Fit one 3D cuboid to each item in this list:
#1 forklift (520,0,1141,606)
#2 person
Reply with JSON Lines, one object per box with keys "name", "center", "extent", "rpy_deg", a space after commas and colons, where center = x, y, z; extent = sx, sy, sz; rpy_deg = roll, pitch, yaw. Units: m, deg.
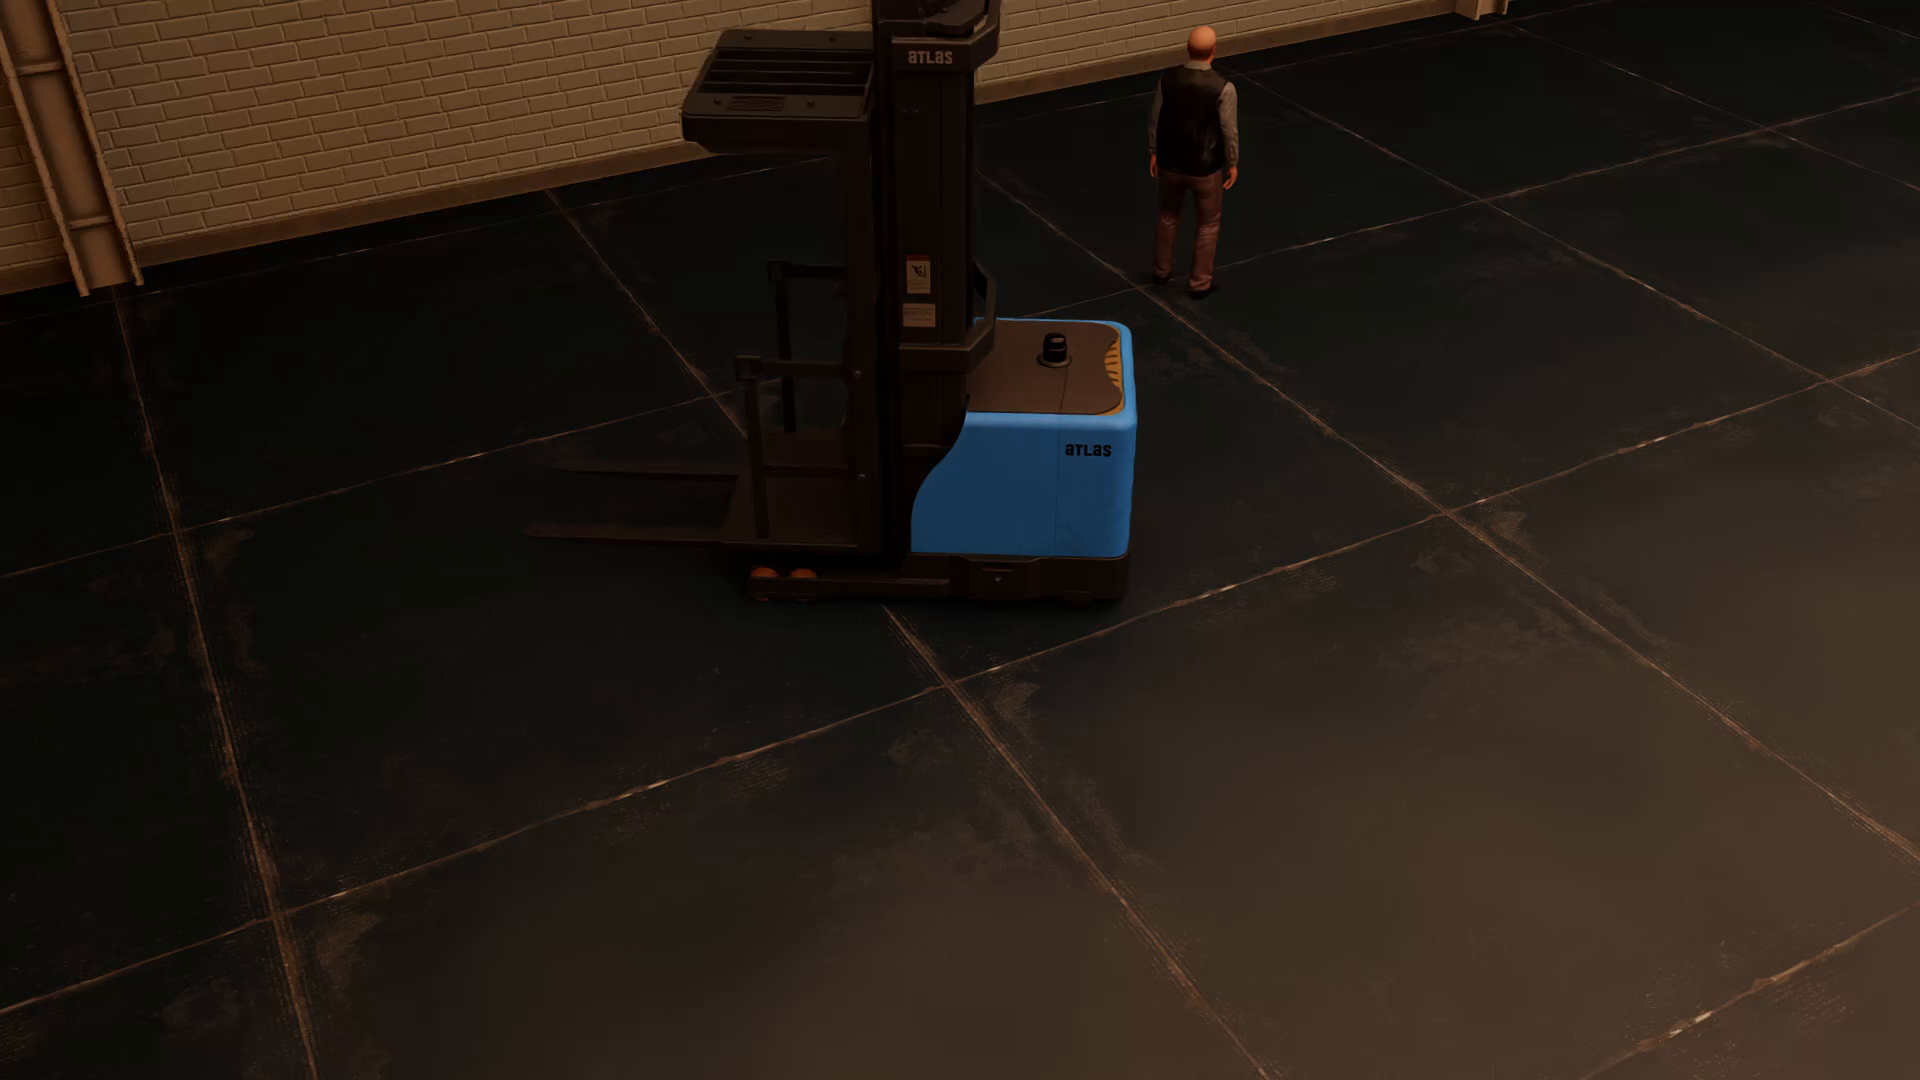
{"name": "forklift", "center": [-0.664, -1.176, 7.787], "extent": [3.031, 2.935, 1.130], "rpy_deg": [0, 35, 0]}
{"name": "person", "center": [1.474, -2.385, 10.556], "extent": [0.590, 1.727, 0.451], "rpy_deg": [17, 39, 22]}
